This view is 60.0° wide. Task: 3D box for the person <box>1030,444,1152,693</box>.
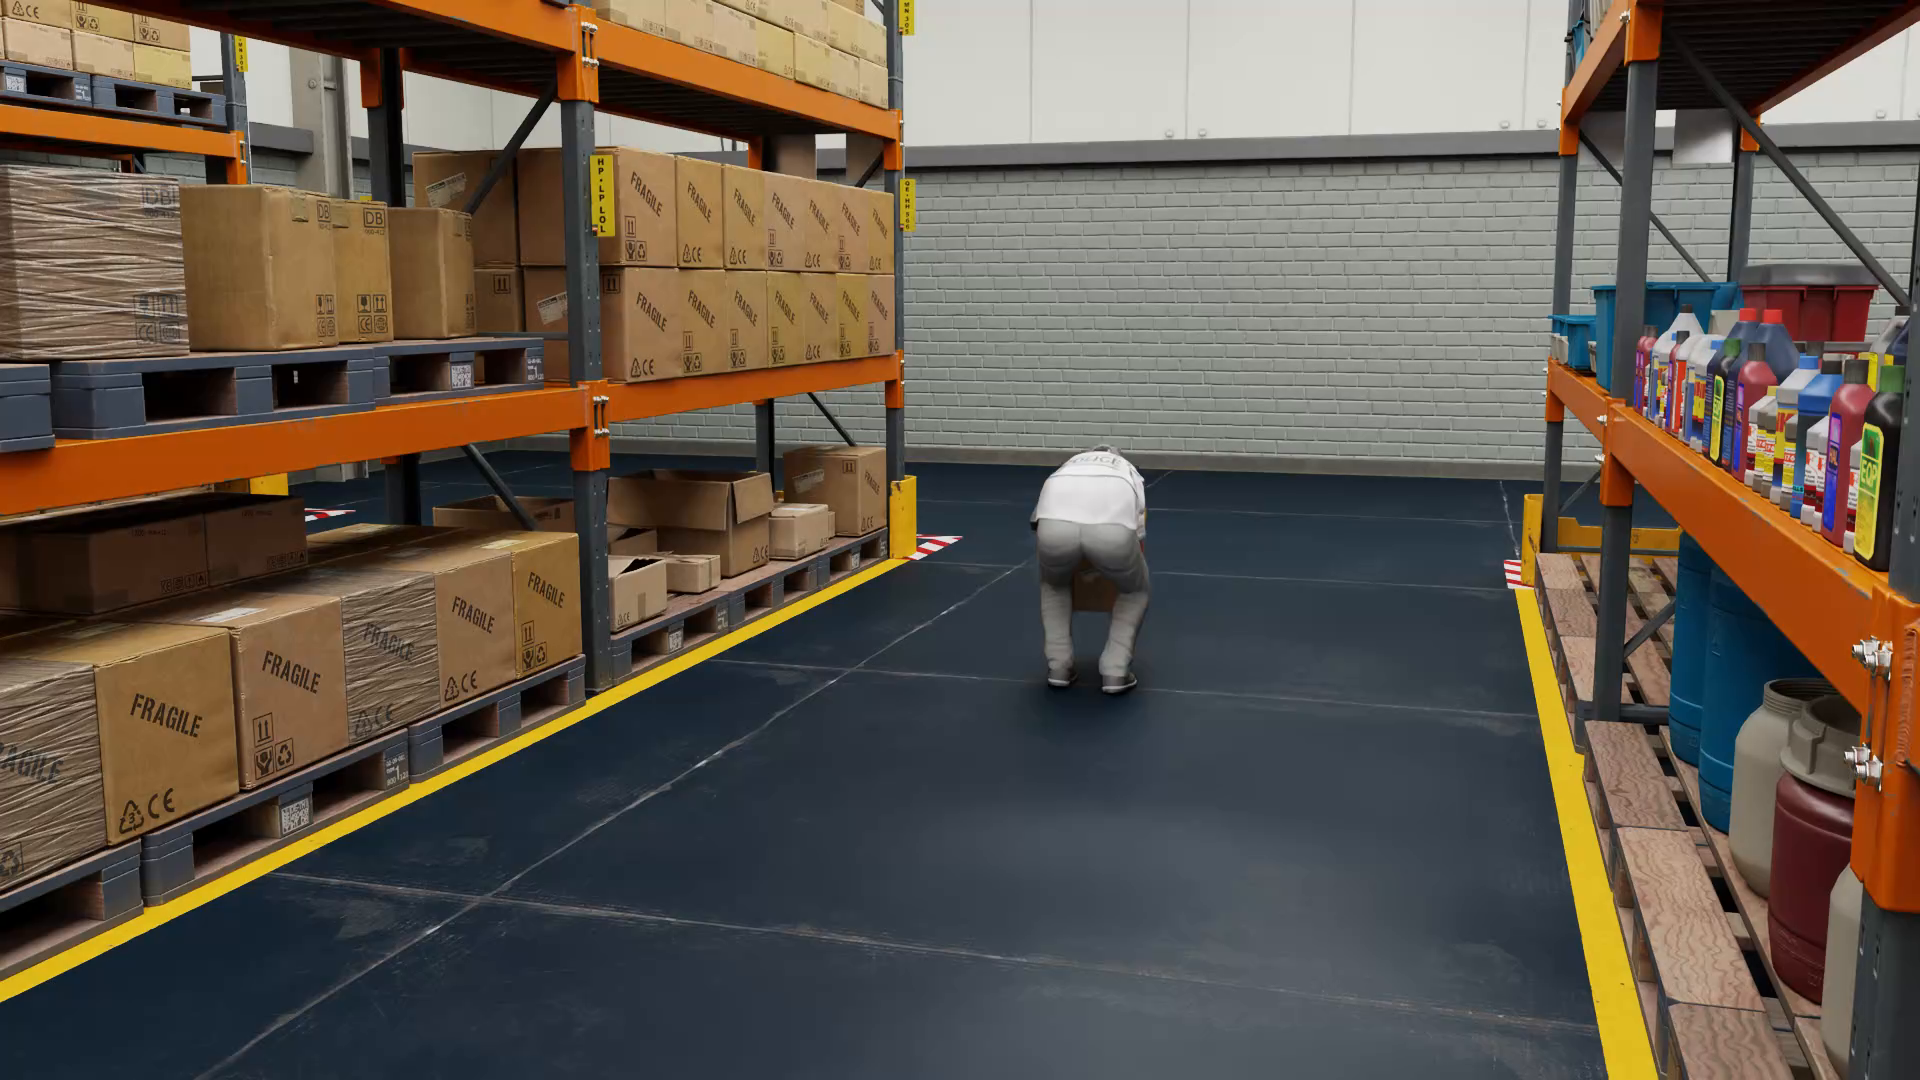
[{"bbox_3d":[0.594,0.115,7.283,0.501,1.014,0.938,2,9,13],"label":"person"}]
